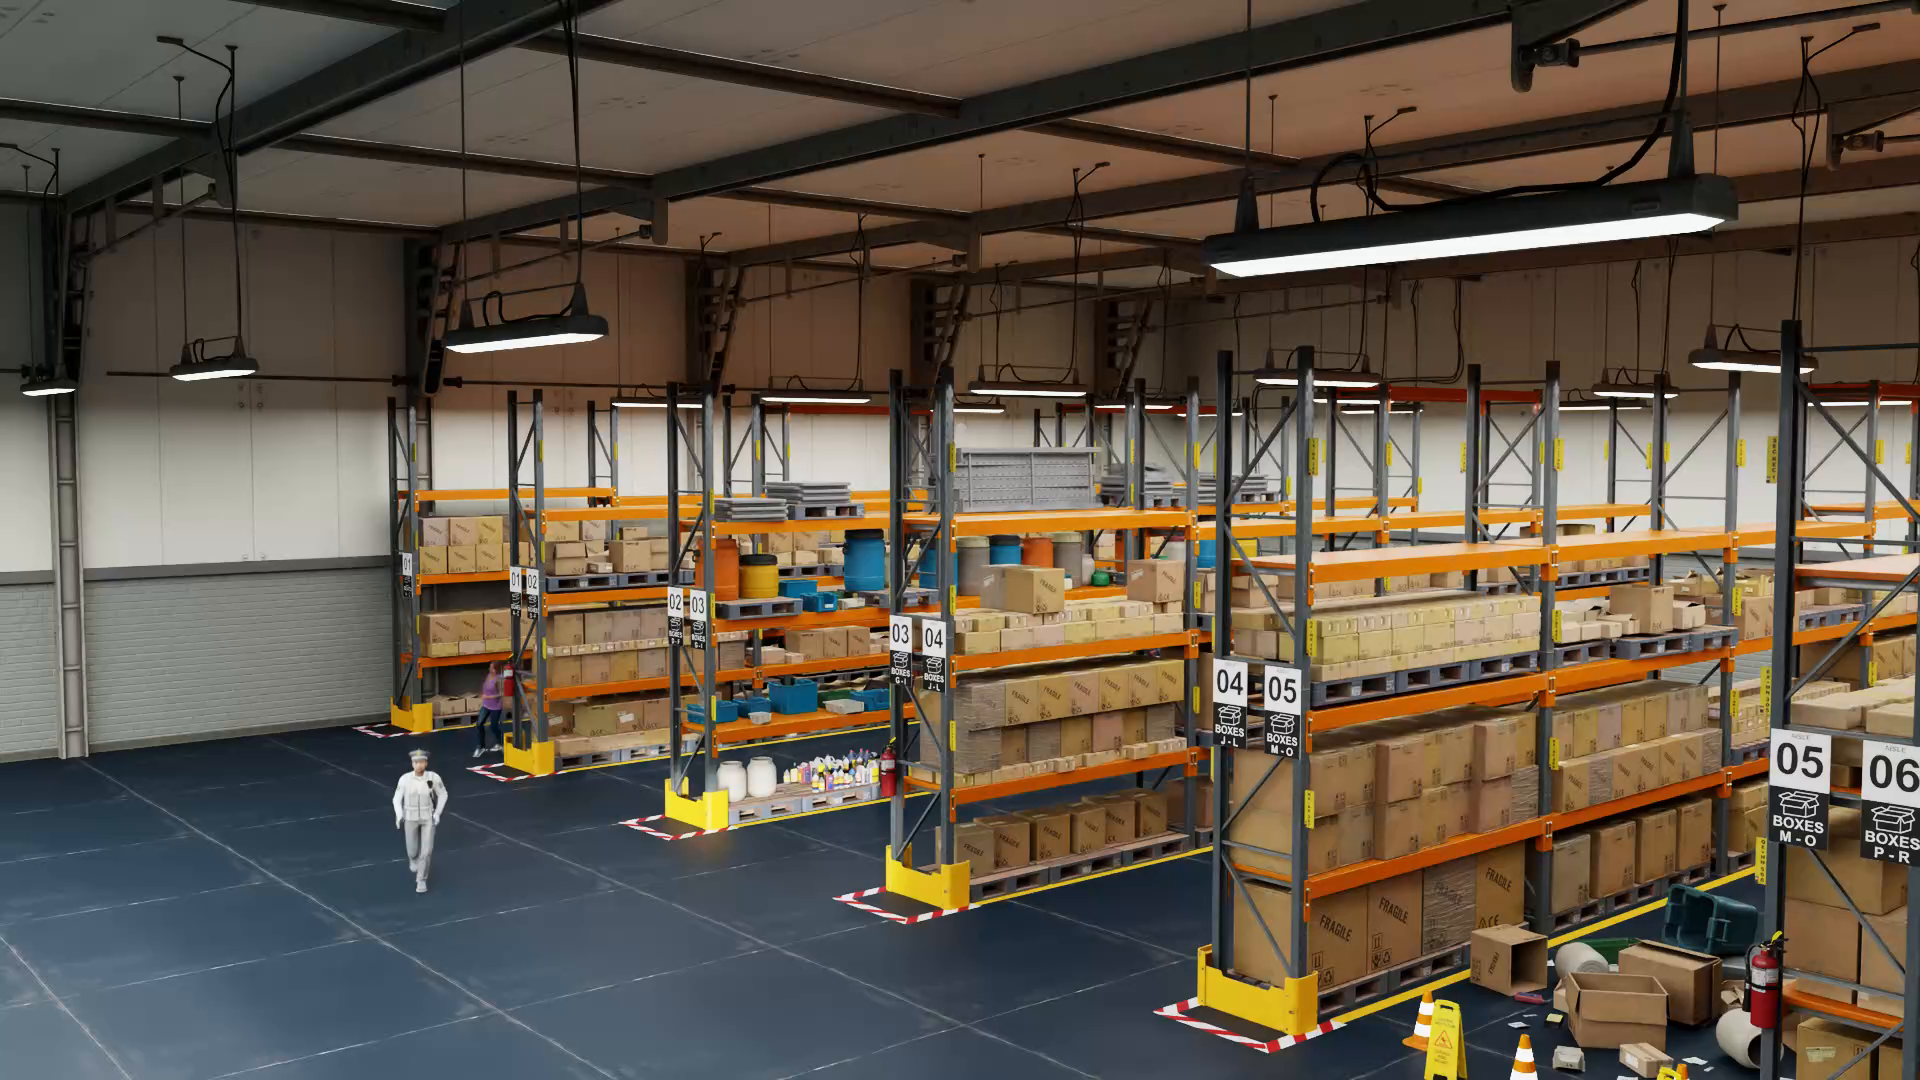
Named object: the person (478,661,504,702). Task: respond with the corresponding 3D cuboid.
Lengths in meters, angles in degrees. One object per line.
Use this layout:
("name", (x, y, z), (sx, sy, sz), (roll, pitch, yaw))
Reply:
("person", (-7.677, 2.413, 27.310), (0.507, 0.686, 0.534), (2, 4, 26))

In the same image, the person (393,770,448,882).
("person", (-6.254, 3.308, 19.305), (0.610, 1.337, 0.528), (-1, 3, -16))
